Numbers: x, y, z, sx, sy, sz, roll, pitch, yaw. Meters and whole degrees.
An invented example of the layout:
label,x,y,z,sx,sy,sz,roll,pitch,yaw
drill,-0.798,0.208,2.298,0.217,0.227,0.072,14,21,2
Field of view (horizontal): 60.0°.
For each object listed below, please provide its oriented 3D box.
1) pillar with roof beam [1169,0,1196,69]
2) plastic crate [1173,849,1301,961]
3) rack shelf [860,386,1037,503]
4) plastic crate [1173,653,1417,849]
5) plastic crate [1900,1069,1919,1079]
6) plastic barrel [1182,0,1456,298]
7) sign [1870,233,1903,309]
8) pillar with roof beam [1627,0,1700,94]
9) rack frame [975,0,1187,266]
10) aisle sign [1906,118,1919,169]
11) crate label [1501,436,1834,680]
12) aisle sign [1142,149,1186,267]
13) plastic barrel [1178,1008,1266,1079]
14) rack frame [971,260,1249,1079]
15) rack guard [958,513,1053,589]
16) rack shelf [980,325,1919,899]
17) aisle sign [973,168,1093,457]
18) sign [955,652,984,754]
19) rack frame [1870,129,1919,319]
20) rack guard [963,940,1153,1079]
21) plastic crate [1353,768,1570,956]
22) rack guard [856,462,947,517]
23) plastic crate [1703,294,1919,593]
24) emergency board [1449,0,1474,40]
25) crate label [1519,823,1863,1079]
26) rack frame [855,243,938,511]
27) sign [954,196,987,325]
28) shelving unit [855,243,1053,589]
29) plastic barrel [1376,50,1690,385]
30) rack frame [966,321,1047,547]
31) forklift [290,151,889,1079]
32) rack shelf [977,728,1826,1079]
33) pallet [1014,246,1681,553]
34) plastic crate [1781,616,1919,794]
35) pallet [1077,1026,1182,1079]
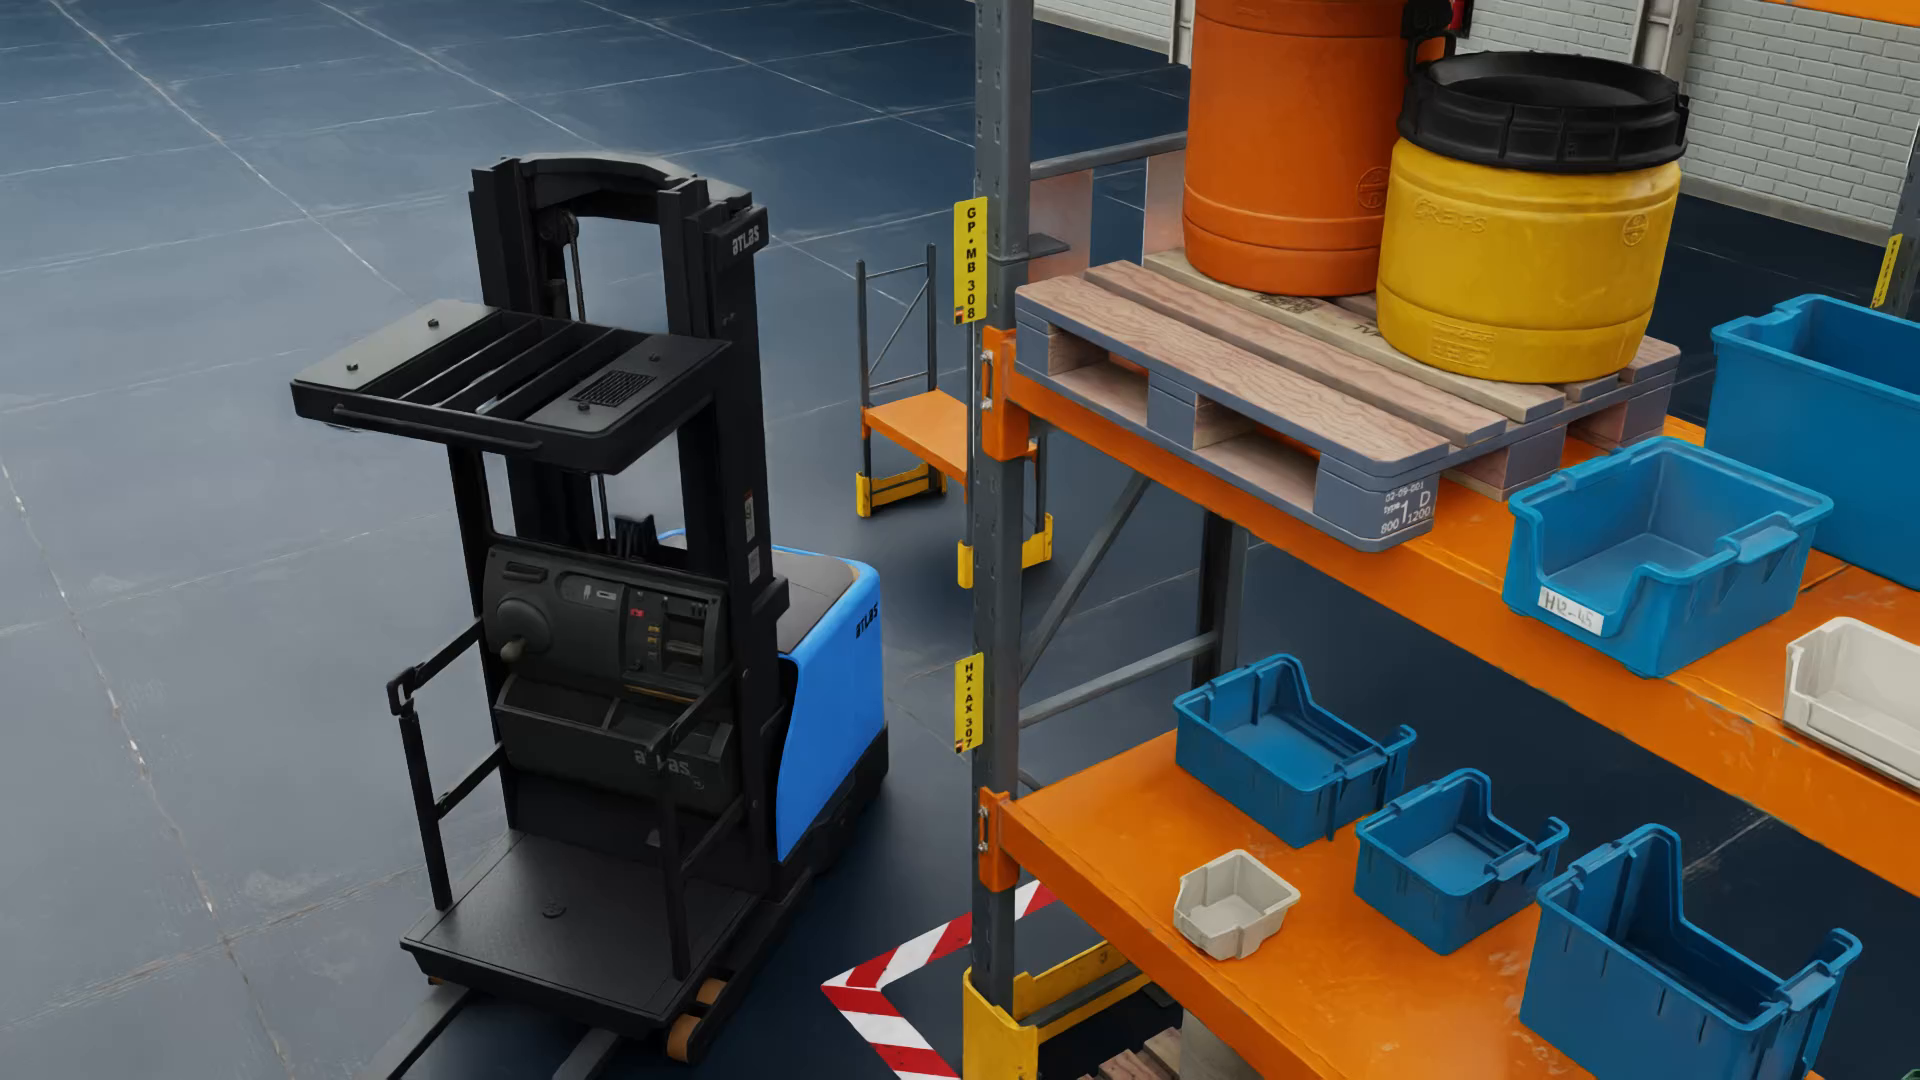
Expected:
label,x,y,z,sx,sy,sz,roll,pitch,yaw
pillar with roof beam,-0.809,-8.363,15.221,9.100,9.000,0.400,-19,34,-31
plastic crate,0.735,1.009,4.525,0.298,0.136,0.250,-19,34,-31
rack shelf,-0.049,-0.534,9.039,0.538,0.185,1.000,-19,34,-31
plastic crate,1.012,0.633,5.097,0.499,0.251,0.616,-19,34,-31
plastic crate,2.240,1.498,3.570,0.450,0.188,0.662,-19,34,-31
plastic barrel,0.863,-1.082,4.065,0.600,0.830,0.708,-19,34,-31
sign,4.059,-1.178,7.285,0.100,0.325,0.005,-19,34,-31
pillar with roof beam,2.671,-6.031,10.926,9.100,9.000,0.400,-19,34,-31
rack frame,0.478,-2.180,3.835,1.000,3.000,0.127,-19,34,-31
aisle sign,4.227,-1.997,7.060,0.394,0.787,0.004,-19,34,-31
crate label,1.294,0.022,3.078,0.502,0.251,0.408,-19,34,-31
aisle sign,0.678,-0.796,4.850,0.394,0.787,0.004,-19,34,-31
plastic barrel,0.922,1.600,5.328,0.421,0.512,0.421,0,29,0
rack frame,0.478,0.456,5.267,1.000,3.000,0.127,-19,34,-31
rack guard,0.245,0.054,8.888,0.587,0.250,0.087,-19,34,-31
rack shelf,1.638,0.232,3.291,1.077,0.370,4.000,-19,34,-31
aisle sign,0.197,-0.633,4.549,0.394,0.787,0.004,-19,34,-31
sign,0.027,0.485,4.924,0.100,0.325,0.005,-19,34,-31
rack frame,4.515,-0.914,7.789,1.000,3.000,0.127,-19,34,-31
rack guard,0.560,1.571,5.833,1.175,0.500,0.348,-19,34,-31
plastic crate,1.384,0.887,4.629,0.499,0.251,0.408,-19,34,-31
rack guard,-0.333,-0.333,9.601,0.587,0.250,0.087,-19,34,-31
plastic crate,1.829,-0.197,3.343,0.392,0.384,0.575,-19,34,-31
emergency board,4.776,-5.558,16.340,0.194,1.169,0.643,-19,34,-31
crate label,1.766,1.081,4.079,0.502,0.435,0.616,-19,34,-31
rack frame,-0.344,-0.890,9.317,0.500,1.500,0.032,-19,34,-31
sign,0.027,-0.715,4.272,0.100,0.325,0.005,-19,34,-31
shelving unit,-0.044,-0.689,8.947,0.587,1.500,1.083,-19,34,-31
plastic barrel,1.242,-0.721,3.655,0.600,0.588,0.600,0,29,0
rack frame,0.245,-0.495,8.589,0.500,1.500,0.032,-19,34,-31
forklift,-1.320,0.326,5.578,1.130,2.935,3.031,11,30,19
rack shelf,1.638,1.550,4.007,1.077,0.370,4.000,-19,34,-31
pallet,0.878,-0.430,3.954,1.003,0.211,1.213,-19,34,-31
plastic crate,1.538,0.297,2.694,0.243,0.136,0.396,-19,34,-31
pallet,1.027,2.015,5.318,1.003,0.211,1.213,-19,34,-31
